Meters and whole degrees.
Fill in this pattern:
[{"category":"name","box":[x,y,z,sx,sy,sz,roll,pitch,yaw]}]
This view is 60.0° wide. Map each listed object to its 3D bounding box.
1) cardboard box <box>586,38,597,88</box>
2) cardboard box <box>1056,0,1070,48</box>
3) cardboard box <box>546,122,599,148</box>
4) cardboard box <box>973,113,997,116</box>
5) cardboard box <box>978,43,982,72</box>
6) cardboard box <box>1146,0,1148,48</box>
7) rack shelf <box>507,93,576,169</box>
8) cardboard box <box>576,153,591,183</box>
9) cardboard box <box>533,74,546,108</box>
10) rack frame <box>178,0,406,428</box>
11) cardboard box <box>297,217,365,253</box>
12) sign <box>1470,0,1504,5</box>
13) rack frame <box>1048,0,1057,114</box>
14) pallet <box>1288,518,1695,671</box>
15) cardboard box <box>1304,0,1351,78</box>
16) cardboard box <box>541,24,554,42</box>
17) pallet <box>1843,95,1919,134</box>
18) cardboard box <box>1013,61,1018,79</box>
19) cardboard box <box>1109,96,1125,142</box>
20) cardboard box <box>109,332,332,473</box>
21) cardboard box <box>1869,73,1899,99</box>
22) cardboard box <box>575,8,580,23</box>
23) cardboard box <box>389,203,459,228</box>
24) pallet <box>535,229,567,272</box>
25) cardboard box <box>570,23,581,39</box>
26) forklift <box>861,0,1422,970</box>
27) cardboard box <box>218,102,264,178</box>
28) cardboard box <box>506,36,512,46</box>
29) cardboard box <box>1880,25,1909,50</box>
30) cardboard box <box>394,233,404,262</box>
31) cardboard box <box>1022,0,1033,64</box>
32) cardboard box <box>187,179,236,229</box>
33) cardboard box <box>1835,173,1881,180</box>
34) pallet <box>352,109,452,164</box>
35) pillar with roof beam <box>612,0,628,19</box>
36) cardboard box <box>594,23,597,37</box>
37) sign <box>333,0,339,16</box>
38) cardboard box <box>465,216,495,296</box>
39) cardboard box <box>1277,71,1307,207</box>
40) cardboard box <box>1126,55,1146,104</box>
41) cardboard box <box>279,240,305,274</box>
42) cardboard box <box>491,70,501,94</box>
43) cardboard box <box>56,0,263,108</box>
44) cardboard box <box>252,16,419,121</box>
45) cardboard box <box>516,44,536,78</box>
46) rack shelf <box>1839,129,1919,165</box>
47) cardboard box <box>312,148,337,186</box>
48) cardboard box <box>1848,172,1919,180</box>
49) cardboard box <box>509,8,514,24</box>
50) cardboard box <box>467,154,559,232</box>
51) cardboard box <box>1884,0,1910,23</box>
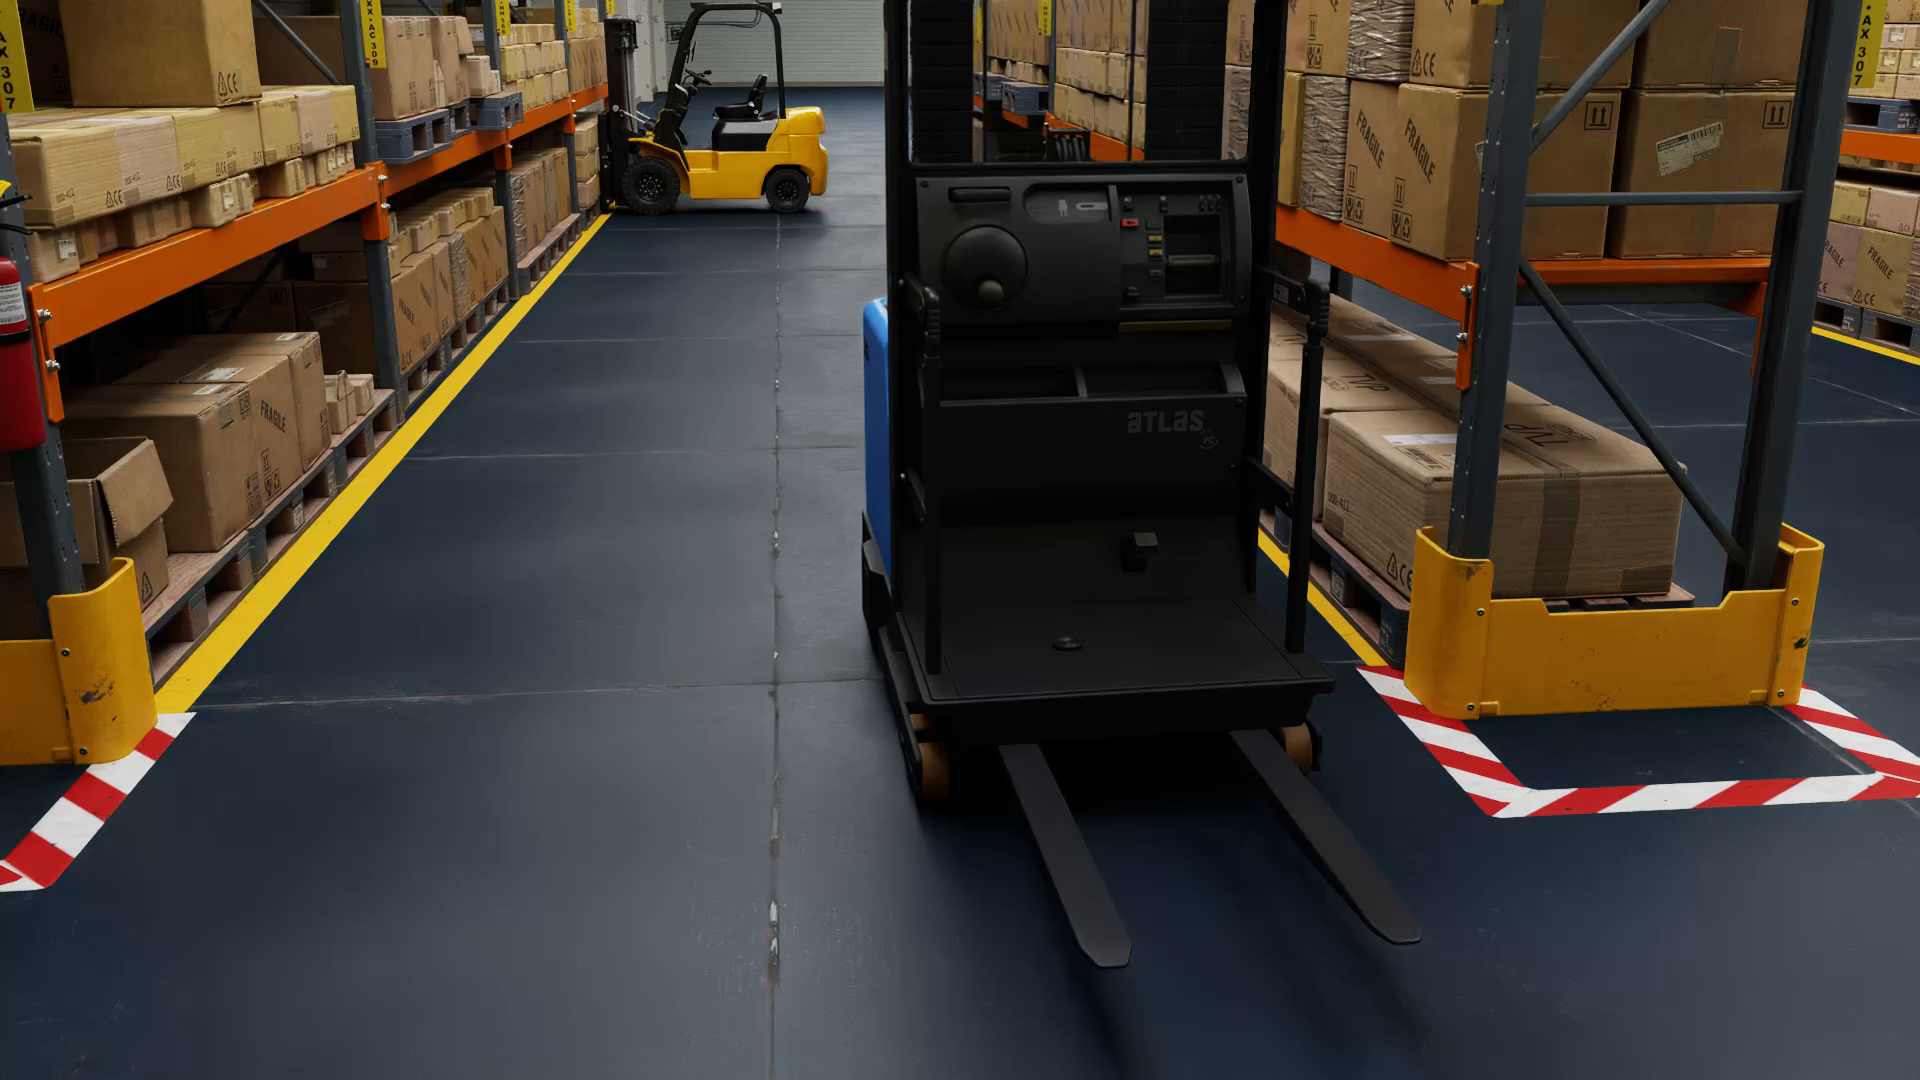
[{"category":"cardboard box","box":[-4.128,-5.033,17.534,0.500,0.500,0.500,-2,18,-5]},{"category":"cardboard box","box":[0.970,-3.722,11.689,0.500,0.500,0.500,-2,18,-7]},{"category":"cardboard box","box":[-4.031,-4.209,17.296,0.500,0.250,0.500,-1,17,-4]},{"category":"cardboard box","box":[0.206,-4.570,18.863,0.500,0.500,0.500,-2,18,-8]},{"category":"cardboard box","box":[0.456,-4.858,16.479,0.500,0.500,0.500,-2,18,-7]},{"category":"cardboard box","box":[1.279,-2.810,8.784,0.500,0.500,0.500,-1,17,-4]},{"category":"rack shelf","box":[-3.981,-3.450,13.860,1.077,0.370,4.000,-2,18,-6]},{"category":"cardboard box","box":[-3.930,-3.670,16.413,0.500,0.250,0.500,-2,18,-6]},{"category":"cardboard box","box":[-3.736,-3.723,13.780,0.500,0.250,0.500,-1,17,-4]},{"category":"rack frame","box":[-3.362,-2.006,8.058,1.000,3.000,0.127,-2,18,-6]},{"category":"cardboard box","box":[-3.195,-1.578,8.588,0.380,0.149,0.250,-2,18,-7]},{"category":"sign","box":[1.446,-1.621,4.505,0.100,0.325,0.005,-2,18,-6]},{"category":"rack frame","box":[1.162,-3.352,12.346,1.000,3.000,0.127,-2,18,-6]},{"category":"pallet","box":[1.827,0.126,5.923,1.003,0.211,1.213,-2,18,-6]},{"category":"cardboard box","box":[1.570,-1.932,5.986,0.500,0.500,0.500,-2,18,-6]},{"category":"cardboard box","box":[-3.755,-4.426,14.518,0.380,0.149,0.250,-2,18,-7]},{"category":"pallet","box":[6.320,-2.855,11.083,1.003,0.211,1.213,-2,18,-6]},{"category":"cardboard box","box":[0.656,-3.982,14.071,0.380,0.149,0.250,-2,18,-7]},{"category":"cardboard box","box":[1.193,-2.517,9.937,0.500,0.250,0.500,-2,18,-7]},{"category":"cardboard box","box":[-3.075,-0.572,6.963,0.700,0.500,0.500,-2,18,-8]},{"category":"cardboard box","box":[6.112,-2.924,10.701,0.380,0.149,0.250,-1,17,-3]},{"category":"cardboard box","box":[-4.002,-5.223,16.560,0.380,0.149,0.250,-1,17,-4]},{"category":"cardboard box","box":[-3.421,-2.061,10.622,0.380,0.149,0.250,-2,18,-6]},{"category":"pallet","box":[-3.944,-2.476,14.212,1.003,0.211,1.213,-2,18,-6]},{"category":"cardboard box","box":[-3.993,-5.079,16.598,0.380,0.149,0.250,-1,17,-4]},{"category":"forklift","box":[0.378,-0.810,4.365,1.130,2.935,3.031,-3,18,-8]},{"category":"cardboard box","box":[-2.910,-1.481,6.139,0.500,0.250,0.500,-2,18,-7]},{"category":"cardboard box","box":[-3.544,-3.738,12.326,0.380,0.149,0.250,-1,17,-4]},{"category":"cardboard box","box":[6.119,-3.209,10.617,0.380,0.149,0.250,-3,18,-8]},{"category":"cardboard box","box":[-3.278,-1.594,9.136,0.380,0.149,0.250,-3,18,-9]},{"category":"cardboard box","box":[0.774,-4.022,13.117,0.500,0.500,0.500,-2,18,-7]},{"category":"cardboard box","box":[-2.794,-1.186,5.866,0.380,0.149,0.250,-2,18,-7]},{"category":"cardboard box","box":[5.996,-2.389,11.498,0.500,0.250,0.500,-2,18,-5]},{"category":"pallet","box":[-3.336,-2.156,8.856,1.003,0.211,1.213,-2,18,-6]},{"category":"pillar with roof beam","box":[-2.999,-13.704,35.303,9.100,9.000,0.400,-2,18,-6]},{"category":"cardboard box","box":[-4.264,-5.689,18.540,0.380,0.149,0.250,-1,17,-5]},{"category":"sign","box":[-4.327,-3.732,11.623,0.100,0.325,0.005,-2,18,-6]},{"category":"cardboard box","box":[-3.476,-1.936,11.309,0.500,0.500,0.500,-2,18,-6]},{"category":"cardboard box","box":[1.508,-1.608,6.624,0.500,0.500,0.500,-1,17,-4]},{"category":"cardboard box","box":[1.228,-2.600,9.365,0.500,0.250,0.500,-1,17,-4]},{"category":"cardboard box","box":[-3.719,-1.502,8.842,0.380,0.149,0.250,-2,18,-6]},{"category":"cardboard box","box":[-3.325,-3.094,11.243,0.380,0.149,0.250,-1,17,-5]},{"category":"cardboard box","box":[-2.884,-1.832,6.008,0.500,0.500,0.500,-1,17,-4]},{"category":"cardboard box","box":[-3.190,-2.405,8.461,0.700,0.500,0.500,-1,17,-4]},{"category":"cardboard box","box":[-3.664,-3.810,13.220,0.500,0.250,0.500,-2,18,-7]},{"category":"rack shelf","box":[6.281,-2.596,11.139,1.077,0.370,4.000,-2,18,-6]},{"category":"cardboard box","box":[-2.979,-1.645,7.328,0.380,0.149,0.250,-1,17,-4]},{"category":"cardboard box","box":[6.506,-2.403,11.543,0.500,0.250,0.500,-1,17,-4]},{"category":"cardboard box","box":[-4.506,-5.050,16.009,0.380,0.149,0.250,-2,18,-7]},{"category":"cardboard box","box":[-4.050,-3.070,14.711,0.875,0.625,0.625,-2,18,-6]},{"category":"cardboard box","box":[10.234,-5.791,17.782,0.500,0.500,0.500,-2,18,-6]}]
